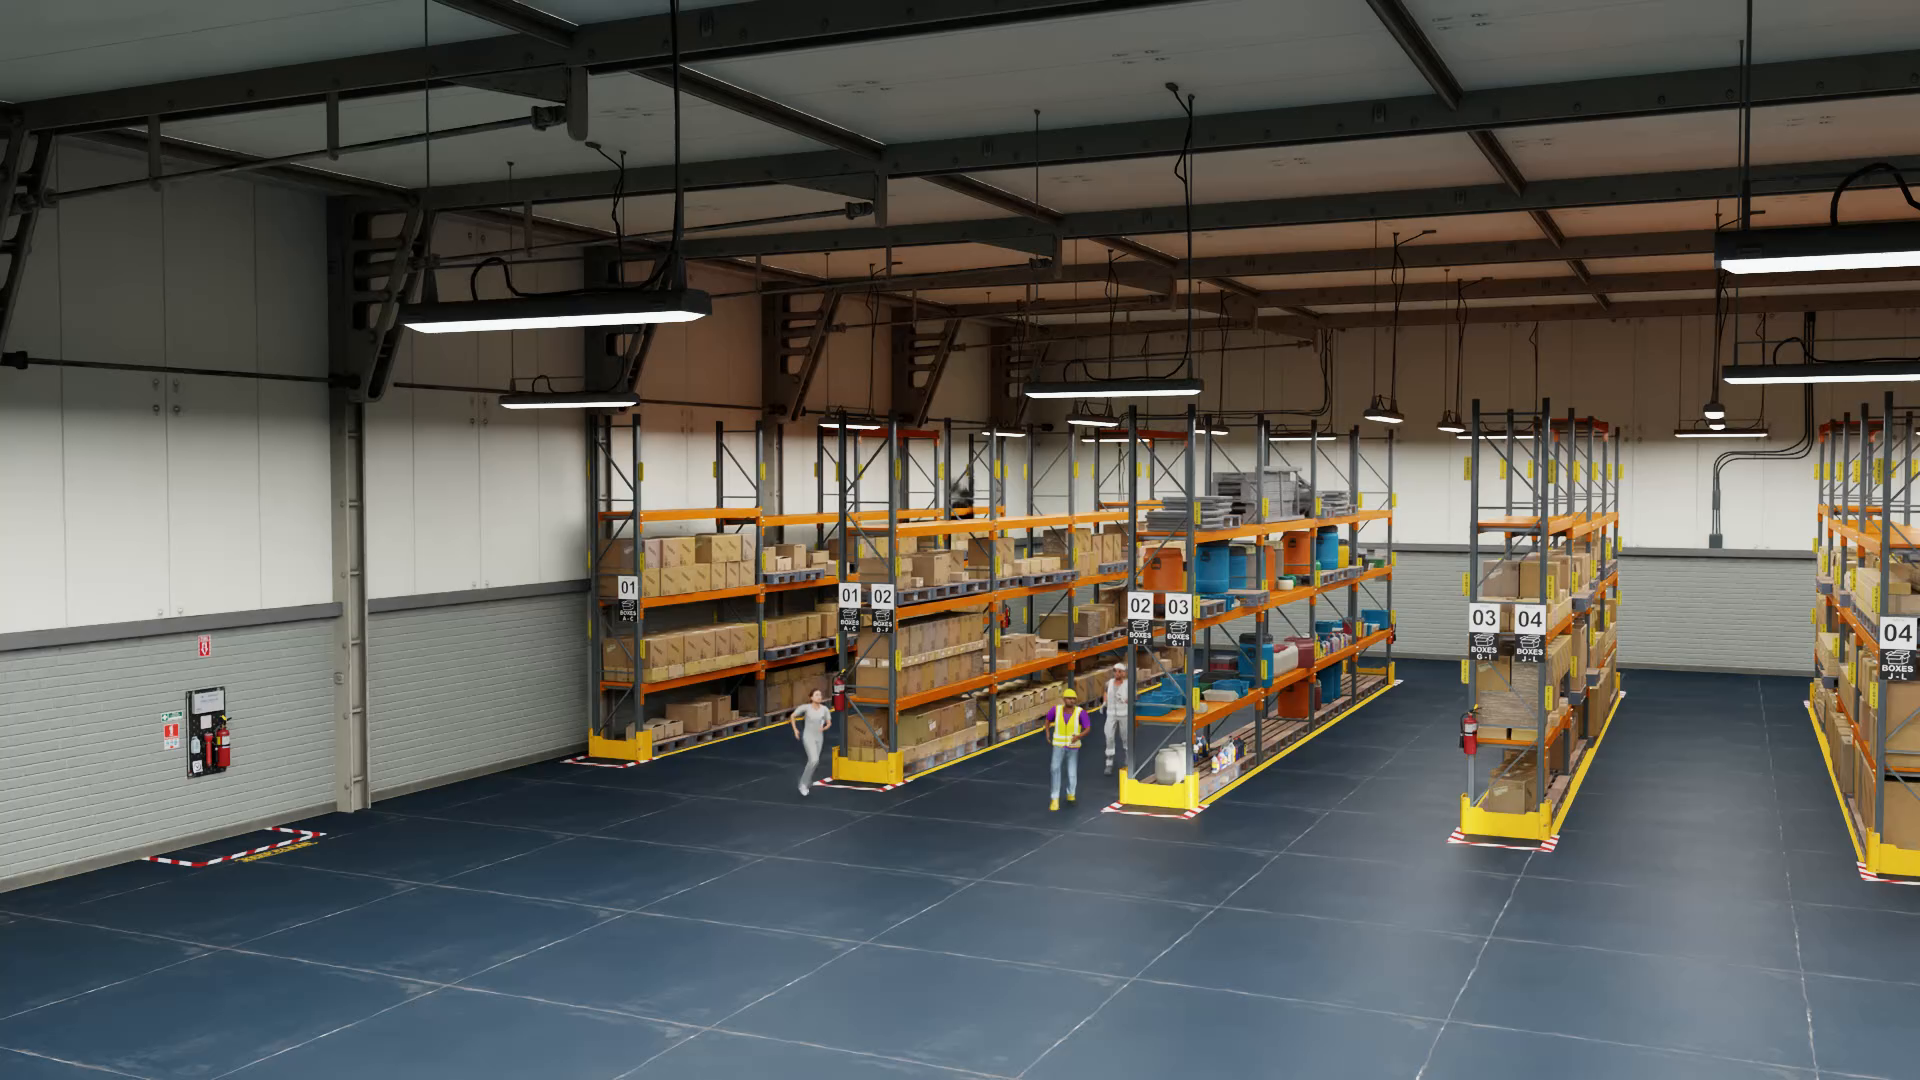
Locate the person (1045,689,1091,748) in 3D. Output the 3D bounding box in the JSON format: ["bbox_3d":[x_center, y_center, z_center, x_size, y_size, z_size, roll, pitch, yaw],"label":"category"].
[{"bbox_3d":[1.600,2.651,24.764,0.704,0.880,0.584,0,2,7],"label":"person"}]

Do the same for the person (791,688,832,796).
[{"bbox_3d":[-2.277,3.111,25.777,0.564,1.638,0.593,-2,3,-35],"label":"person"}]

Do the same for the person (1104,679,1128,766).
[{"bbox_3d":[2.657,3.029,27.695,0.414,1.434,0.820,1,3,22],"label":"person"}]
